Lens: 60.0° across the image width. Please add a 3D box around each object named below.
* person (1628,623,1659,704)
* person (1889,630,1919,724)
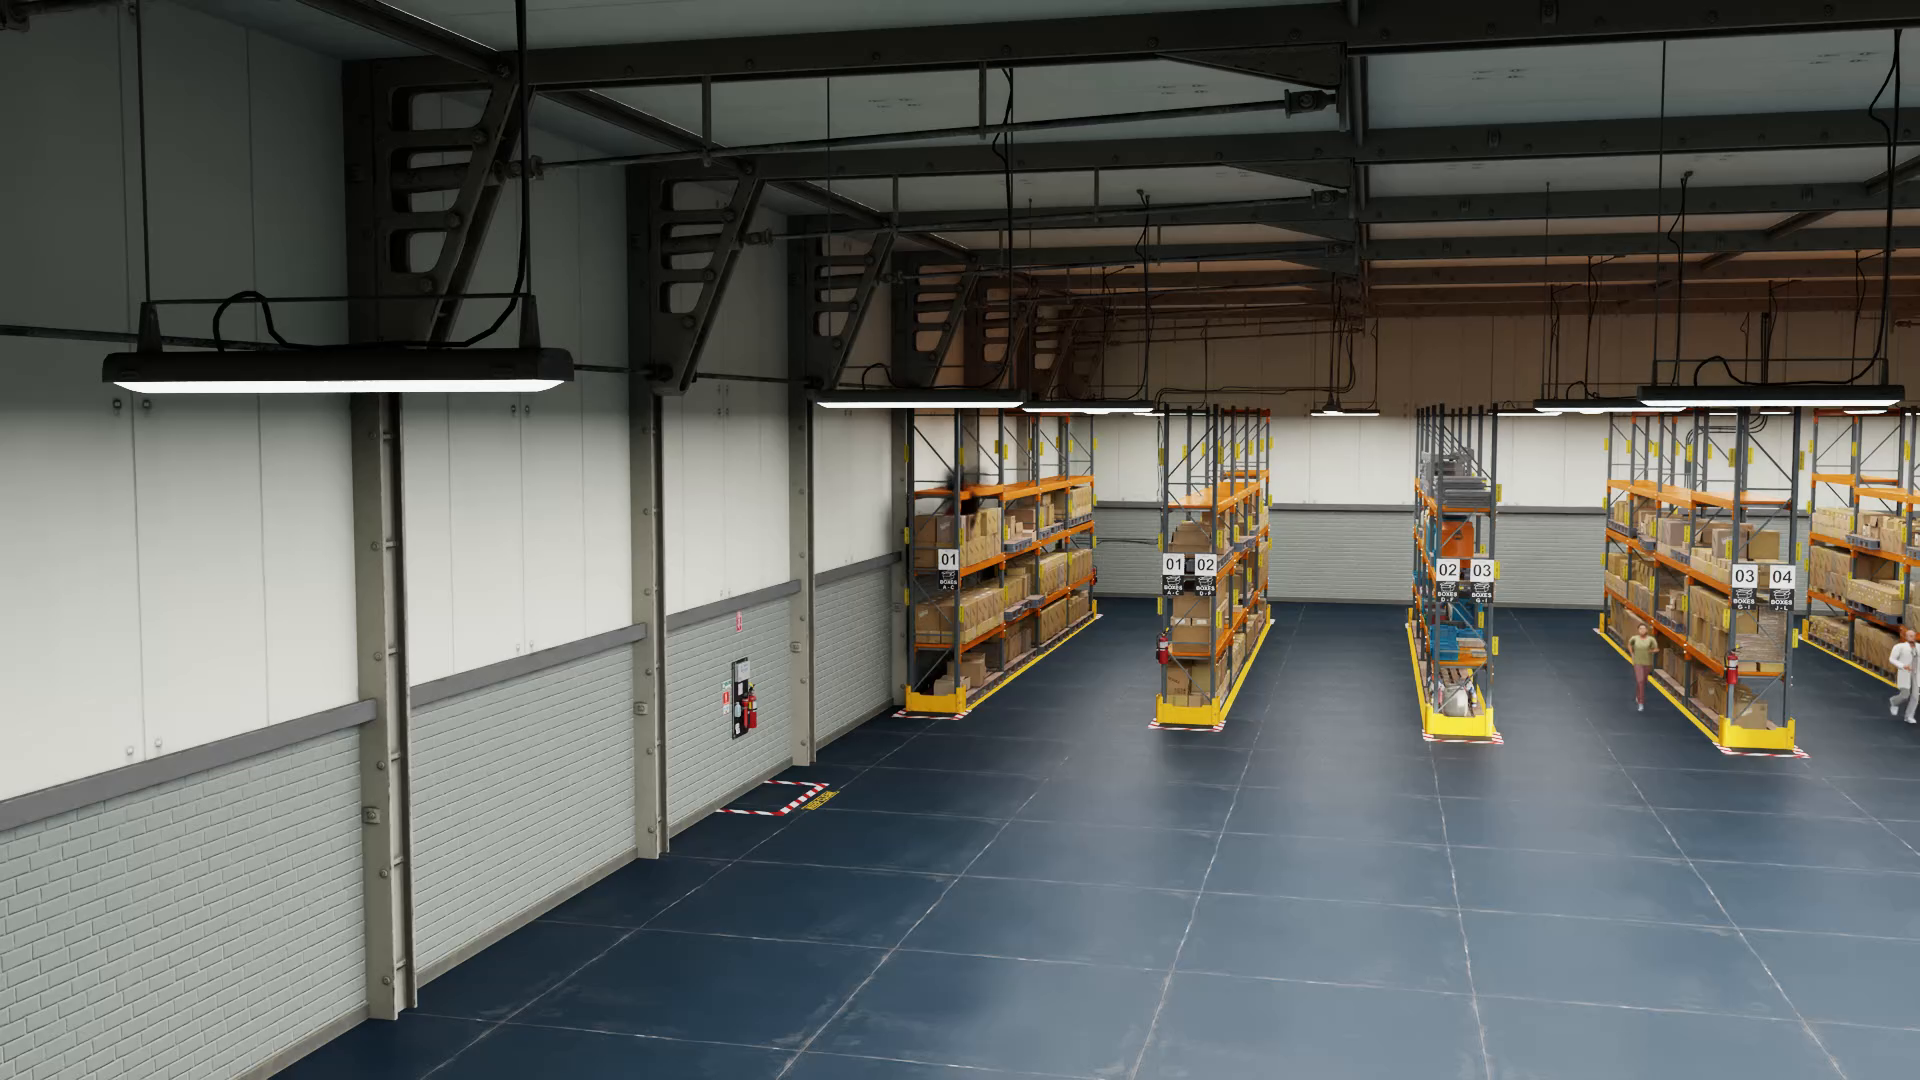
[{"bbox_3d":[13.542,2.424,32.954,0.555,1.577,0.748,1,4,13],"label":"person"},{"bbox_3d":[17.904,2.564,31.406,0.709,1.737,0.757,0,4,1],"label":"person"}]
